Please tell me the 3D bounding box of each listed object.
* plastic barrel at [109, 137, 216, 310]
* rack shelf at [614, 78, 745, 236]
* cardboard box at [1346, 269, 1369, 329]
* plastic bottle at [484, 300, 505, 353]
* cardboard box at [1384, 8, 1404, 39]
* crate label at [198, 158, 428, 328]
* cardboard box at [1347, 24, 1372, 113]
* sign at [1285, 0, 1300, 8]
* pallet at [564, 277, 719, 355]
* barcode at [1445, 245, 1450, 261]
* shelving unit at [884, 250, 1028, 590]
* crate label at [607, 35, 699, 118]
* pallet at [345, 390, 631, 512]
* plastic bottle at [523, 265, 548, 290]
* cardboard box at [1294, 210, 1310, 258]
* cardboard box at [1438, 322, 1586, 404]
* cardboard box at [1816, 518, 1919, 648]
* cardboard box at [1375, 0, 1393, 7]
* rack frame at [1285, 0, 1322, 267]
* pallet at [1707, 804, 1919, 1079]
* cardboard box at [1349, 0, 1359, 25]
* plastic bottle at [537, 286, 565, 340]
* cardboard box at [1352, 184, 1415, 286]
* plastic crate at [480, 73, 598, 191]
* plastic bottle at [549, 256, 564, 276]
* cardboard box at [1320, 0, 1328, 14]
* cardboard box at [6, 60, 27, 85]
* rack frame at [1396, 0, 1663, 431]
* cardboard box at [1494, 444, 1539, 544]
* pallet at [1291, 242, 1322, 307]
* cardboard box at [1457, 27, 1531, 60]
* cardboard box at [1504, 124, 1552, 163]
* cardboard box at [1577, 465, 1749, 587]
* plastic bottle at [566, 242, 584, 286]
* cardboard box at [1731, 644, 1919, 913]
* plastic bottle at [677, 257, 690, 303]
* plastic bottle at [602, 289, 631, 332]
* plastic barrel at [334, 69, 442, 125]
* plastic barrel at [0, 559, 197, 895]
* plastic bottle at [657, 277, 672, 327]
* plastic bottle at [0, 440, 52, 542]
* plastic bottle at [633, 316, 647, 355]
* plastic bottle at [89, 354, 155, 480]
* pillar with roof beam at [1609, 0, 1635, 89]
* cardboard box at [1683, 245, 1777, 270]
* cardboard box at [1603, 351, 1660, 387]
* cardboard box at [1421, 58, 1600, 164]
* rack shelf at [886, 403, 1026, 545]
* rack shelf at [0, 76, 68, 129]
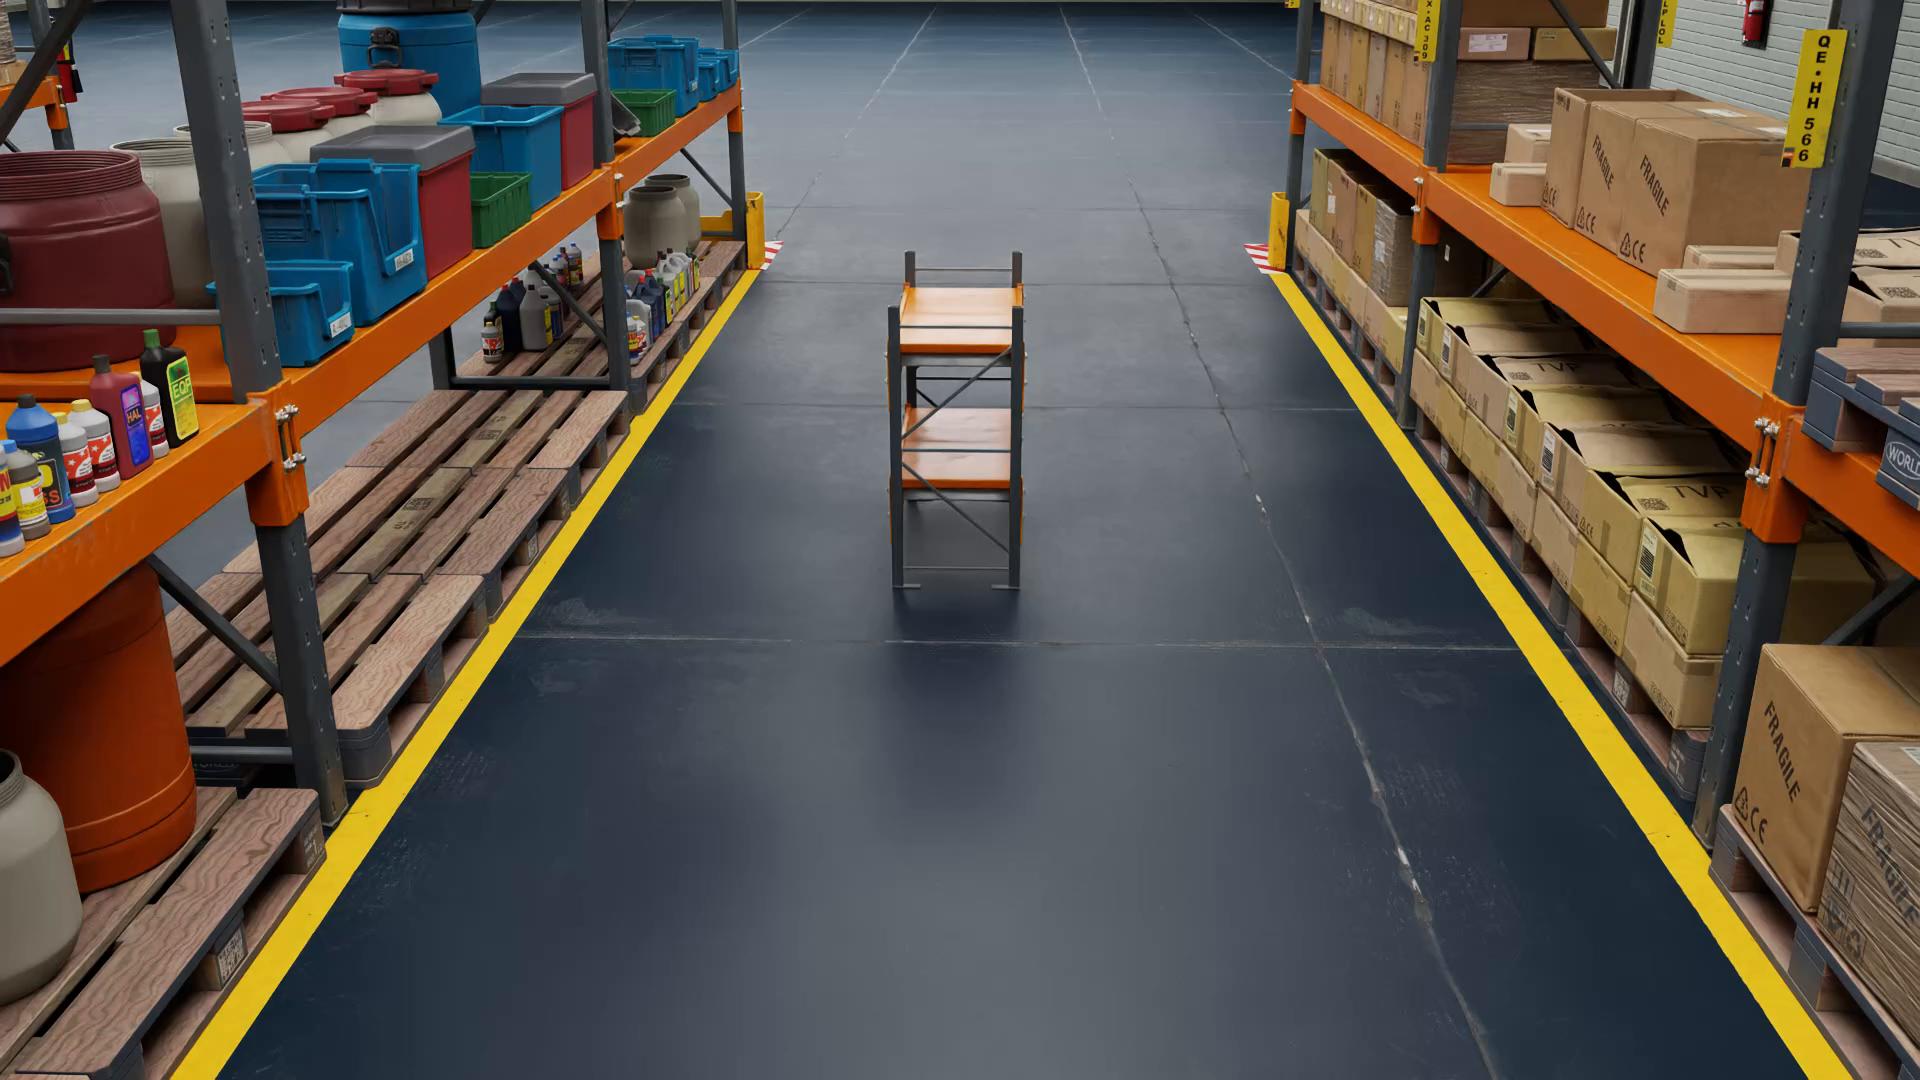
[{"bbox_3d":[-2.506,-1.006,5.321,0.421,0.512,0.421,0,21,0],"label":"plastic barrel"},{"bbox_3d":[-2.142,-2.414,10.098,1.077,0.370,4.000,1,21,2],"label":"rack shelf"},{"bbox_3d":[2.570,-1.416,9.752,0.500,0.250,0.500,1,21,2],"label":"cardboard box"},{"bbox_3d":[-2.518,-1.143,8.974,0.061,0.283,0.133,2,21,4],"label":"plastic bottle"},{"bbox_3d":[2.583,-2.879,9.268,0.380,0.149,0.250,1,21,3],"label":"cardboard box"},{"bbox_3d":[-2.024,-0.953,5.289,0.502,0.435,0.616,1,21,2],"label":"crate label"},{"bbox_3d":[2.811,-2.925,10.283,0.700,0.500,0.500,1,21,2],"label":"cardboard box"},{"bbox_3d":[2.316,-3.865,11.538,0.100,0.325,0.005,1,21,2],"label":"sign"},{"bbox_3d":[-2.106,-1.411,10.373,1.003,0.211,1.213,1,21,2],"label":"pallet"},{"bbox_3d":[2.325,-1.370,7.933,0.001,0.075,0.075,1,21,2],"label":"barcode"},{"bbox_3d":[0.000,-0.522,6.819,0.538,1.125,1.048,1,21,2],"label":"shelving unit"},{"bbox_3d":[-1.866,-2.821,10.103,0.502,0.435,0.616,1,21,2],"label":"crate label"},{"bbox_3d":[-2.188,-0.442,7.876,1.003,0.211,1.213,1,21,2],"label":"pallet"},{"bbox_3d":[-2.455,-1.419,9.592,0.144,0.351,0.185,1,21,1],"label":"plastic bottle"},{"bbox_3d":[2.631,-2.139,11.616,0.500,0.250,0.500,1,21,2],"label":"cardboard box"},{"bbox_3d":[2.466,-0.818,7.436,0.500,0.311,0.500,0,21,1],"label":"cardboard box"},{"bbox_3d":[2.936,0.114,5.033,0.500,0.311,0.500,1,21,3],"label":"cardboard box"},{"bbox_3d":[2.801,-3.327,9.524,0.700,0.500,0.500,1,21,2],"label":"cardboard box"},{"bbox_3d":[2.870,-3.417,11.688,1.000,3.000,0.127,1,21,2],"label":"rack frame"},{"bbox_3d":[2.566,1.045,4.043,1.003,0.211,1.213,1,21,2],"label":"pallet"},{"bbox_3d":[2.613,-3.253,10.231,0.380,0.149,0.250,0,21,0],"label":"cardboard box"},{"bbox_3d":[-2.316,-1.274,9.324,0.152,0.276,0.135,1,21,2],"label":"plastic bottle"},{"bbox_3d":[2.582,-1.765,9.616,0.500,0.500,0.500,1,21,2],"label":"cardboard box"},{"bbox_3d":[-1.911,-1.878,7.633,0.402,0.464,0.583,1,21,2],"label":"plastic crate"},{"bbox_3d":[-2.461,-1.593,10.153,0.097,0.271,0.097,0,21,0],"label":"plastic bottle"},{"bbox_3d":[2.643,-3.626,11.193,0.380,0.149,0.250,0,21,1],"label":"cardboard box"},{"bbox_3d":[-6.834,-3.305,11.746,0.380,0.149,0.250,1,21,2],"label":"cardboard box"},{"bbox_3d":[2.748,-1.970,7.961,1.000,3.000,0.127,1,21,2],"label":"rack frame"},{"bbox_3d":[2.442,-0.185,6.580,0.500,0.250,0.500,1,21,3],"label":"cardboard box"},{"bbox_3d":[2.889,-1.840,11.479,1.003,0.211,1.213,1,21,2],"label":"pallet"},{"bbox_3d":[2.543,-2.420,8.085,0.380,0.149,0.250,1,21,2],"label":"cardboard box"},{"bbox_3d":[2.777,-1.722,7.528,0.500,0.250,0.500,2,21,5],"label":"cardboard box"},{"bbox_3d":[2.406,-0.080,5.533,0.500,0.311,0.500,0,21,1],"label":"cardboard box"},{"bbox_3d":[-2.447,-1.754,10.565,0.097,0.271,0.097,0,21,0],"label":"plastic bottle"},{"bbox_3d":[2.327,0.598,4.190,0.500,0.500,0.500,2,21,4],"label":"cardboard box"},{"bbox_3d":[-1.738,-1.598,10.158,0.152,0.276,0.135,0,21,0],"label":"plastic bottle"},{"bbox_3d":[-1.907,-1.285,9.249,0.144,0.351,0.185,1,21,2],"label":"plastic bottle"},{"bbox_3d":[-2.451,-1.746,7.195,0.433,0.535,0.433,0,21,0],"label":"plastic barrel"},{"bbox_3d":[-2.322,0.413,4.237,0.600,0.830,0.708,1,21,2],"label":"plastic barrel"},{"bbox_3d":[-1.711,-1.380,9.585,0.061,0.283,0.133,2,21,4],"label":"plastic bottle"},{"bbox_3d":[-1.948,-0.106,3.430,0.097,0.201,0.097,0,21,0],"label":"plastic bottle"},{"bbox_3d":[-1.748,-1.111,9.005,0.097,0.201,0.097,0,21,0],"label":"plastic bottle"},{"bbox_3d":[-1.917,-0.291,3.794,0.061,0.283,0.133,1,21,2],"label":"plastic bottle"},{"bbox_3d":[4.727,-10.284,21.093,9.100,9.000,0.400,1,21,2],"label":"pillar with roof beam"},{"bbox_3d":[2.609,-0.869,5.469,0.380,0.149,0.250,2,21,6],"label":"cardboard box"},{"bbox_3d":[2.996,-0.628,6.945,0.500,0.311,0.500,1,21,1],"label":"cardboard box"},{"bbox_3d":[2.756,-2.178,8.356,0.700,0.500,0.500,0,21,0],"label":"cardboard box"},{"bbox_3d":[0.000,-0.294,6.908,0.538,0.278,1.000,1,21,2],"label":"rack shelf"},{"bbox_3d":[-7.092,-2.469,10.239,1.077,0.370,4.000,1,21,2],"label":"rack shelf"}]
